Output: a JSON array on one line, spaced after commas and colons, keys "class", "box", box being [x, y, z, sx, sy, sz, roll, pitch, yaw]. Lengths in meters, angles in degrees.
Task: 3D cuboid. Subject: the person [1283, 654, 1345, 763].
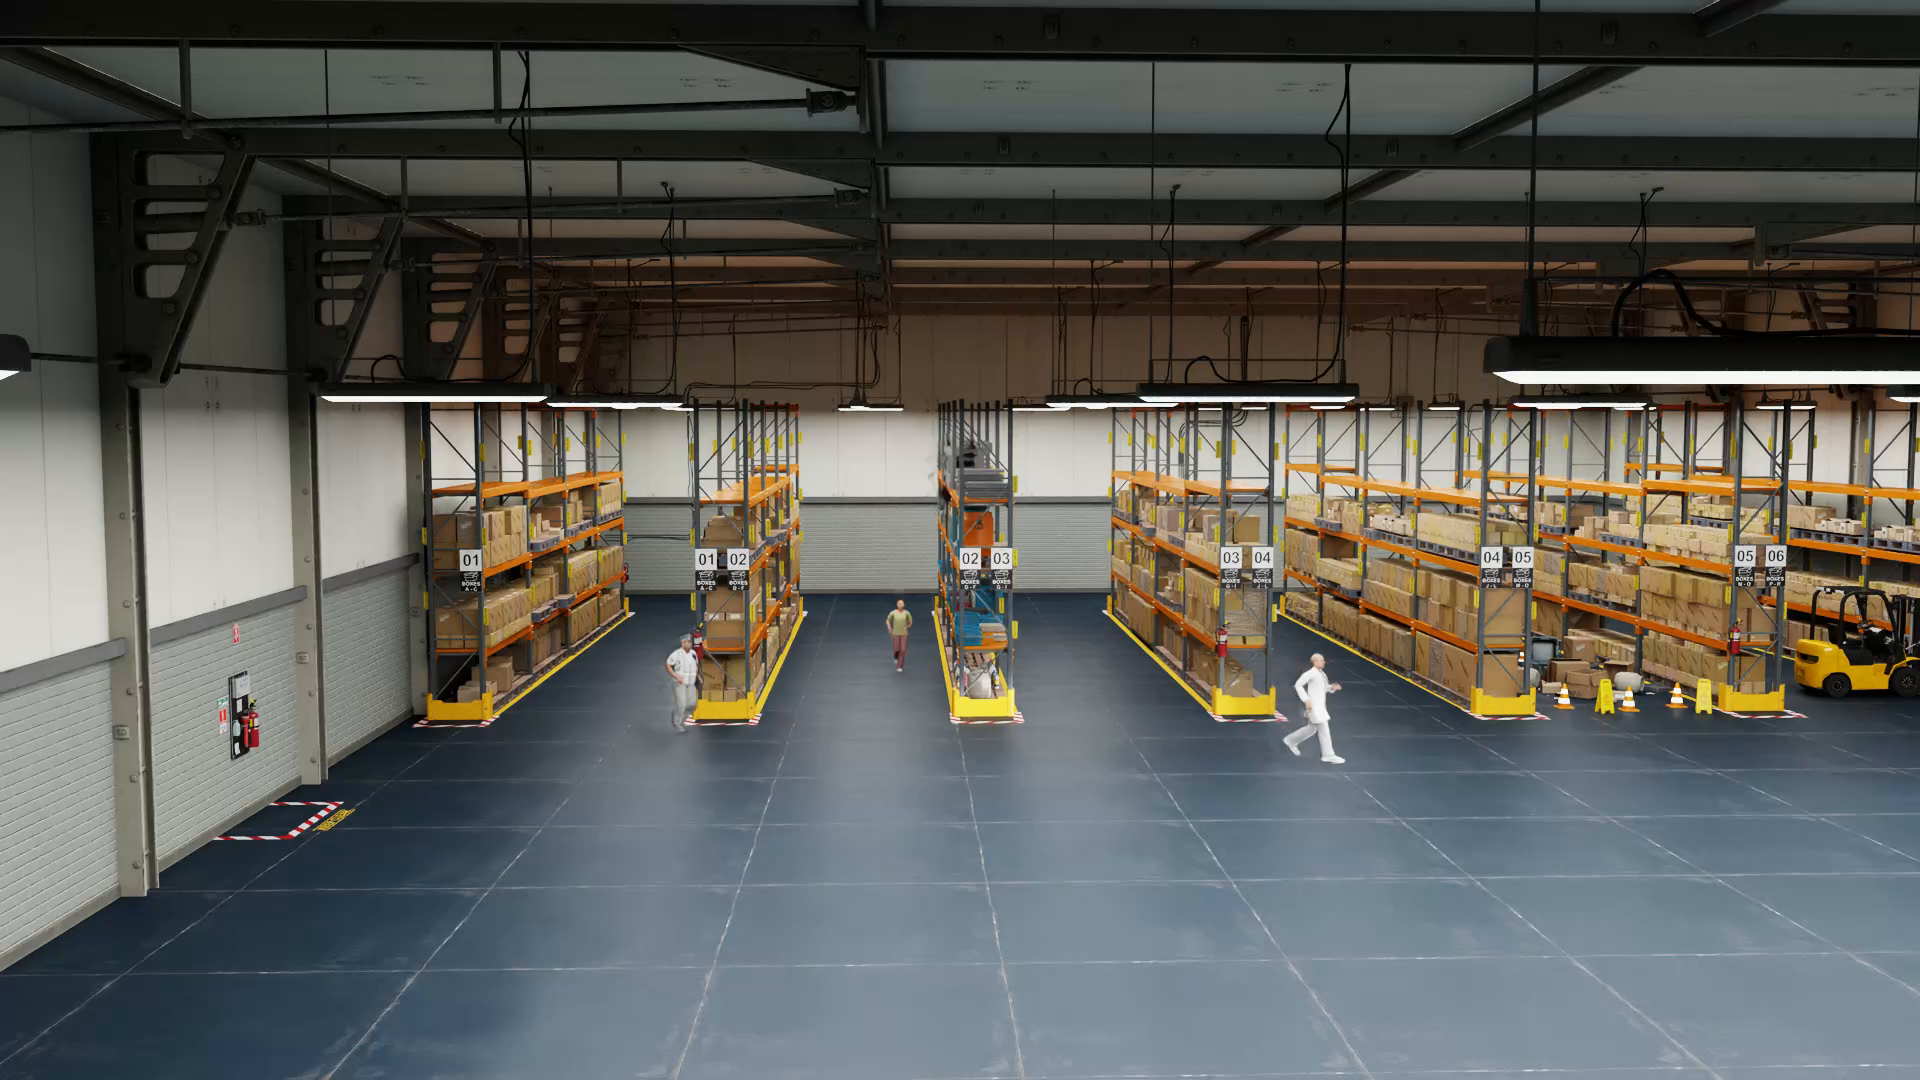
[{"class": "person", "box": [5.822, 2.745, 27.232, 0.995, 1.747, 0.704, 2, 5, 27]}]

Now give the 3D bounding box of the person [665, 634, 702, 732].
[{"class": "person", "box": [-5.002, 2.576, 30.204, 0.728, 1.734, 0.548, -4, 6, -45]}]

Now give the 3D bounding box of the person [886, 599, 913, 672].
[{"class": "person", "box": [-1.332, 2.108, 36.930, 0.592, 1.624, 0.557, -1, 4, -8]}]
